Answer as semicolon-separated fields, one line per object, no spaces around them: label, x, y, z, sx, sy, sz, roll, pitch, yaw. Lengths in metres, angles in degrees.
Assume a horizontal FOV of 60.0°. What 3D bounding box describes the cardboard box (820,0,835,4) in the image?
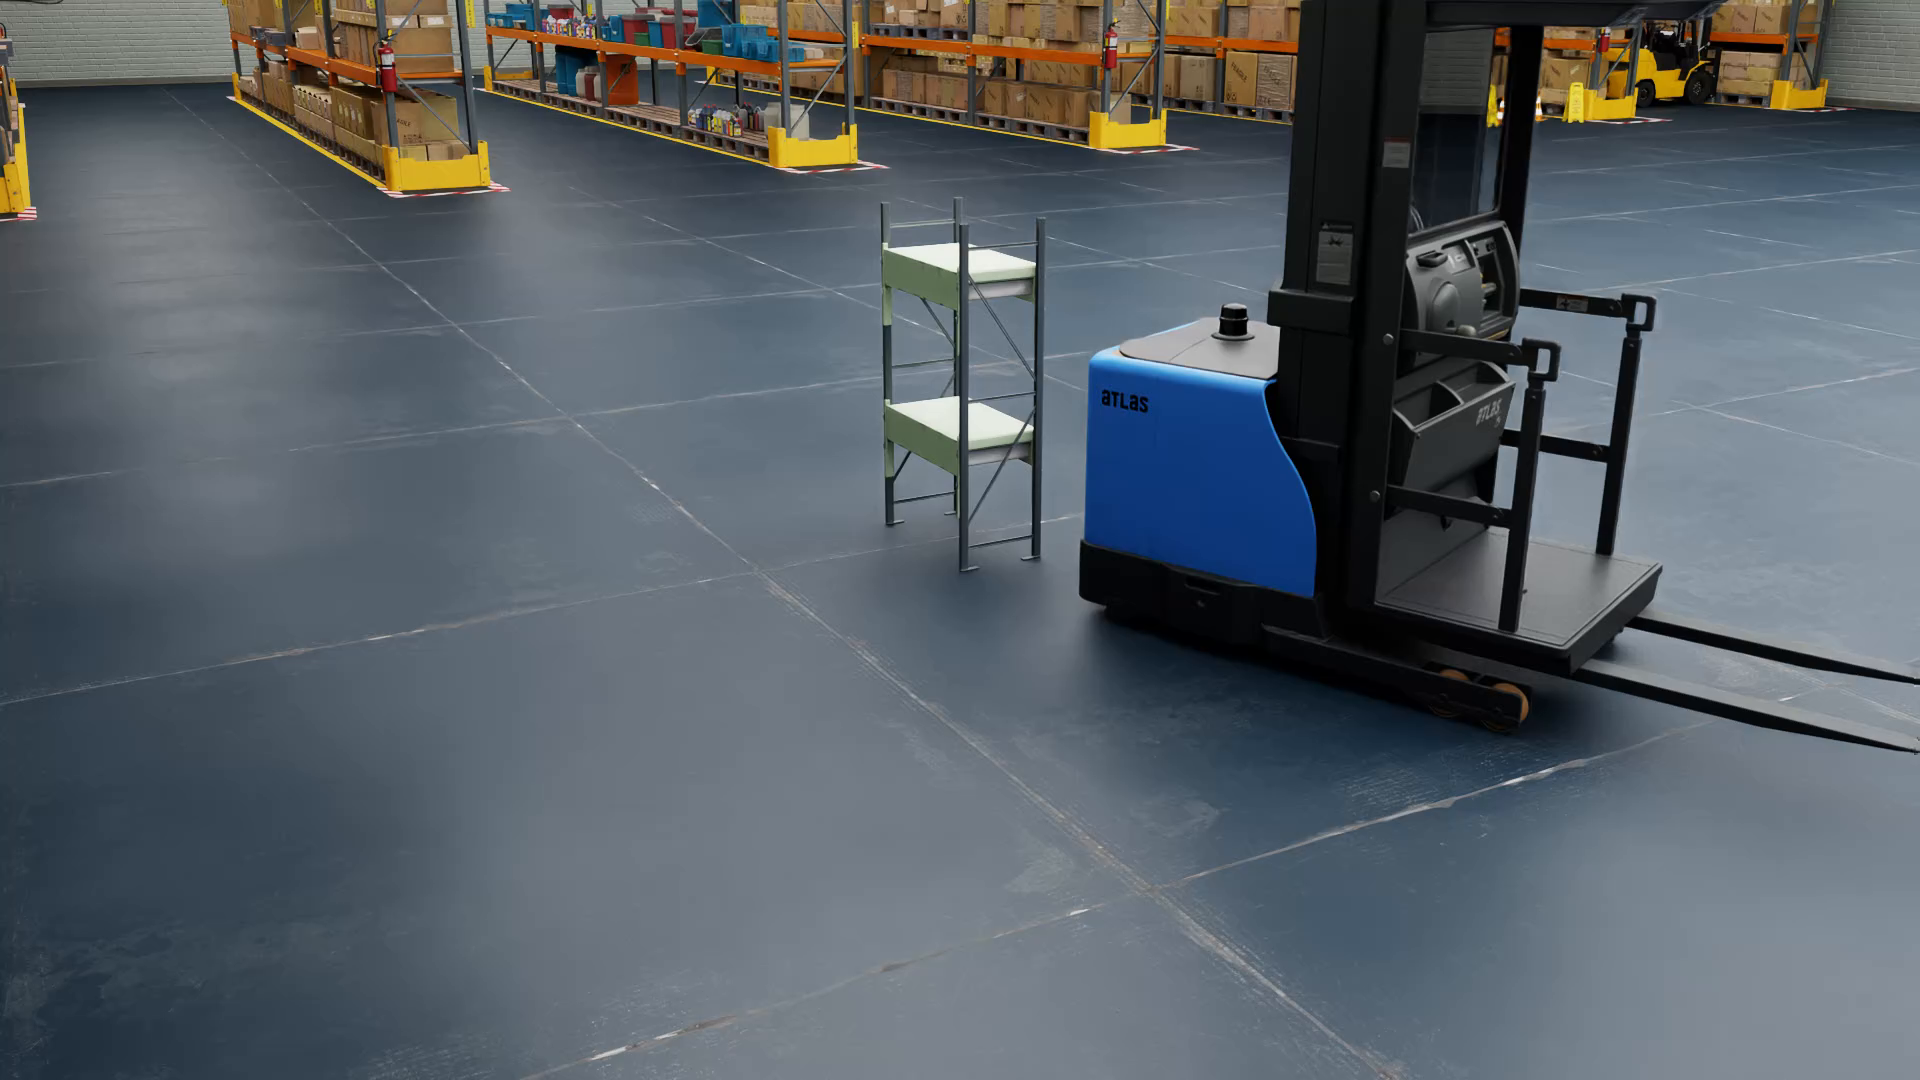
cardboard box;-2.273;-10.584;32.016;0.797;0.503;0.637;-9;21;-25

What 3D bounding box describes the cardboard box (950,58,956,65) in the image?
cardboard box;0.004;-10.941;38.012;0.380;0.149;0.250;-9;21;-24

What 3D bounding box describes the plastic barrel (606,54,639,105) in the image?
plastic barrel;-5.915;-8.015;28.943;0.600;0.830;0.708;-10;21;-27

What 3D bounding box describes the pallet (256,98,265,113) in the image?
pallet;-12.253;-7.966;30.392;1.003;0.211;1.213;-10;21;-27

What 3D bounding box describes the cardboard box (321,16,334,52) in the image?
cardboard box;-8.967;-7.355;24.195;0.500;0.500;0.500;-10;21;-27

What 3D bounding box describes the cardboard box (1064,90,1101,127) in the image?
cardboard box;1.895;-6.540;25.174;0.500;0.500;0.500;-4;20;-12

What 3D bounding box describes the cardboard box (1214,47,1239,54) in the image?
cardboard box;6.314;-10.925;37.308;0.875;0.875;0.875;-9;21;-25

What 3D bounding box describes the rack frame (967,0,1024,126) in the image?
rack frame;0.591;-8.323;27.154;1.000;3.000;0.127;-10;21;-27

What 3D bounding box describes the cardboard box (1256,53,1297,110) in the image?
cardboard box;5.673;-7.807;28.272;0.875;0.875;0.875;-10;21;-26

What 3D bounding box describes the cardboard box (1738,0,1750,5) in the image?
cardboard box;14.843;-10.116;31.200;0.380;0.149;0.250;-10;21;-27

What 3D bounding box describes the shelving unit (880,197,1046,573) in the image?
shelving unit;0.003;-0.707;7.381;0.431;1.500;0.755;-10;21;-27

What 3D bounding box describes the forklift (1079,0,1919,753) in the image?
forklift;1.956;-0.919;5.802;3.031;2.935;1.130;14;24;36

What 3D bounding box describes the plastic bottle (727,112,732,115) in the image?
plastic bottle;-3.340;-6.035;24.022;0.152;0.276;0.135;-10;21;-27

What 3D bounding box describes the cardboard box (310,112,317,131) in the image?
cardboard box;-9.303;-6.201;24.576;0.500;0.250;0.500;-10;21;-26

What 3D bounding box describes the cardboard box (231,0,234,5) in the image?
cardboard box;-13.594;-10.438;31.595;0.500;0.500;0.500;-10;21;-26

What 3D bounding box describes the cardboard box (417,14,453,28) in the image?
cardboard box;-6.226;-6.142;19.684;0.380;0.149;0.250;-10;21;-27

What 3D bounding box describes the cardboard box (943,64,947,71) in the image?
cardboard box;-0.177;-10.877;38.281;0.380;0.149;0.250;-10;21;-27

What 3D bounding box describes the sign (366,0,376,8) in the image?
sign;-6.714;-6.221;18.923;0.100;0.325;0.005;-10;21;-27

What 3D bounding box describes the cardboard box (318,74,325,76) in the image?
cardboard box;-10.976;-7.728;28.587;0.500;0.500;0.500;-10;21;-26

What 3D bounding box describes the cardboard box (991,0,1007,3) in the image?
cardboard box;0.820;-8.672;26.022;0.500;0.500;0.500;-10;21;-27

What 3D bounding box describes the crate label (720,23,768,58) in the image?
crate label;-2.980;-6.911;23.007;0.502;0.435;0.616;-10;21;-27

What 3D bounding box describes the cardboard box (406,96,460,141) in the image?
cardboard box;-6.527;-5.227;20.601;0.500;0.500;0.500;-10;21;-27

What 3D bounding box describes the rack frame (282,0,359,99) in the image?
rack frame;-10.028;-7.938;26.038;1.000;3.000;0.127;-10;21;-27

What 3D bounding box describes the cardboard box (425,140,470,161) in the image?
cardboard box;-6.288;-4.729;20.309;0.500;0.250;0.500;-10;21;-27

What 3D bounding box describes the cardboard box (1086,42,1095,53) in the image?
cardboard box;2.055;-7.178;24.220;0.380;0.149;0.250;-10;21;-27

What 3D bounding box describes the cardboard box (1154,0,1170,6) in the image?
cardboard box;4.039;-10.162;30.796;0.700;0.500;0.500;-10;22;-27

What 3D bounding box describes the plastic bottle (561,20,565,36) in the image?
plastic bottle;-7.132;-9.270;30.087;0.152;0.276;0.135;-10;21;-27

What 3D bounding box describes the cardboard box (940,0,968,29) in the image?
cardboard box;0.337;-9.055;27.711;1.000;1.000;1.000;-10;21;-26

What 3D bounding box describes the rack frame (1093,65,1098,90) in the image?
rack frame;3.105;-10.211;32.624;1.000;3.000;0.127;-10;21;-27

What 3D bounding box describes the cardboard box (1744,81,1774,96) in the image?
cardboard box;15.077;-8.465;31.135;0.500;0.250;0.500;-10;21;-26

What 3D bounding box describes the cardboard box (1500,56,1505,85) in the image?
cardboard box;10.118;-8.448;29.937;0.500;0.500;0.500;-11;22;-28

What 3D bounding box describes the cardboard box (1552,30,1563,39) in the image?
cardboard box;10.525;-8.798;28.915;0.380;0.149;0.250;-10;22;-28

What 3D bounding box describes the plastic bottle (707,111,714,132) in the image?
plastic bottle;-3.618;-6.076;24.131;0.061;0.283;0.133;-9;21;-24

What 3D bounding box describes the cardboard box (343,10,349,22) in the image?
cardboard box;-7.803;-6.816;21.637;0.380;0.149;0.250;-10;22;-27

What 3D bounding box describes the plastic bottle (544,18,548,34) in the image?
plastic bottle;-7.705;-9.588;30.998;0.061;0.283;0.133;-10;21;-27

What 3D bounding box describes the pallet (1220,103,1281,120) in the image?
pallet;5.296;-7.514;29.083;1.003;0.211;1.213;-10;21;-27

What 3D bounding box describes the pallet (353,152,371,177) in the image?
pallet;-7.205;-4.886;21.468;1.003;0.211;1.213;-10;21;-27

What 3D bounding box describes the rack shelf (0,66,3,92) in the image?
rack shelf;-13.436;-6.256;22.265;1.077;0.370;4.000;-10;21;-27

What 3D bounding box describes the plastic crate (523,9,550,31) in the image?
plastic crate;-8.089;-9.955;31.814;0.392;0.384;0.575;-10;21;-27

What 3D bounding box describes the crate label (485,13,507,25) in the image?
crate label;-9.639;-10.828;34.578;0.416;0.233;0.303;-10;21;-27

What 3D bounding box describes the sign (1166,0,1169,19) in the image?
sign;2.968;-7.668;23.929;0.100;0.325;0.005;-10;21;-27

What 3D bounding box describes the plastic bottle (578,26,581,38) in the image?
plastic bottle;-6.660;-8.930;29.218;0.097;0.201;0.097;0;19;0

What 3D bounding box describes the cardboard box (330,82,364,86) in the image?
cardboard box;-9.563;-6.990;26.001;0.500;0.311;0.500;-9;21;-25

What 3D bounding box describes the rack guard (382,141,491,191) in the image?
rack guard;-6.218;-4.453;19.770;1.175;0.500;0.348;-10;21;-27

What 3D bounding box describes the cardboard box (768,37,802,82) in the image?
cardboard box;-3.451;-10.016;34.672;0.875;0.875;0.875;-10;21;-27

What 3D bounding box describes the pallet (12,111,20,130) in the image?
pallet;-15.853;-6.790;26.986;1.003;0.211;1.213;-10;21;-27

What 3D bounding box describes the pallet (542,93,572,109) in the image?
pallet;-7.237;-8.307;31.380;1.003;0.211;1.213;-10;21;-27

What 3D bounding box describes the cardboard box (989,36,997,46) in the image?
cardboard box;0.679;-7.955;26.472;0.380;0.149;0.250;-10;21;-27

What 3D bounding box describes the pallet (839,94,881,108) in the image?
pallet;-1.616;-8.391;31.626;1.003;0.211;1.213;-10;21;-27

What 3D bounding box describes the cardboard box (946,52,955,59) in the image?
cardboard box;-0.102;-11.062;37.905;0.380;0.149;0.250;-10;21;-26

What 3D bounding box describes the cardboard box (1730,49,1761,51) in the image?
cardboard box;15.048;-9.307;32.043;0.500;0.250;0.500;-10;21;-27

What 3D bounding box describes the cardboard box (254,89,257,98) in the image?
cardboard box;-12.679;-8.165;30.391;0.380;0.149;0.250;-10;21;-27
